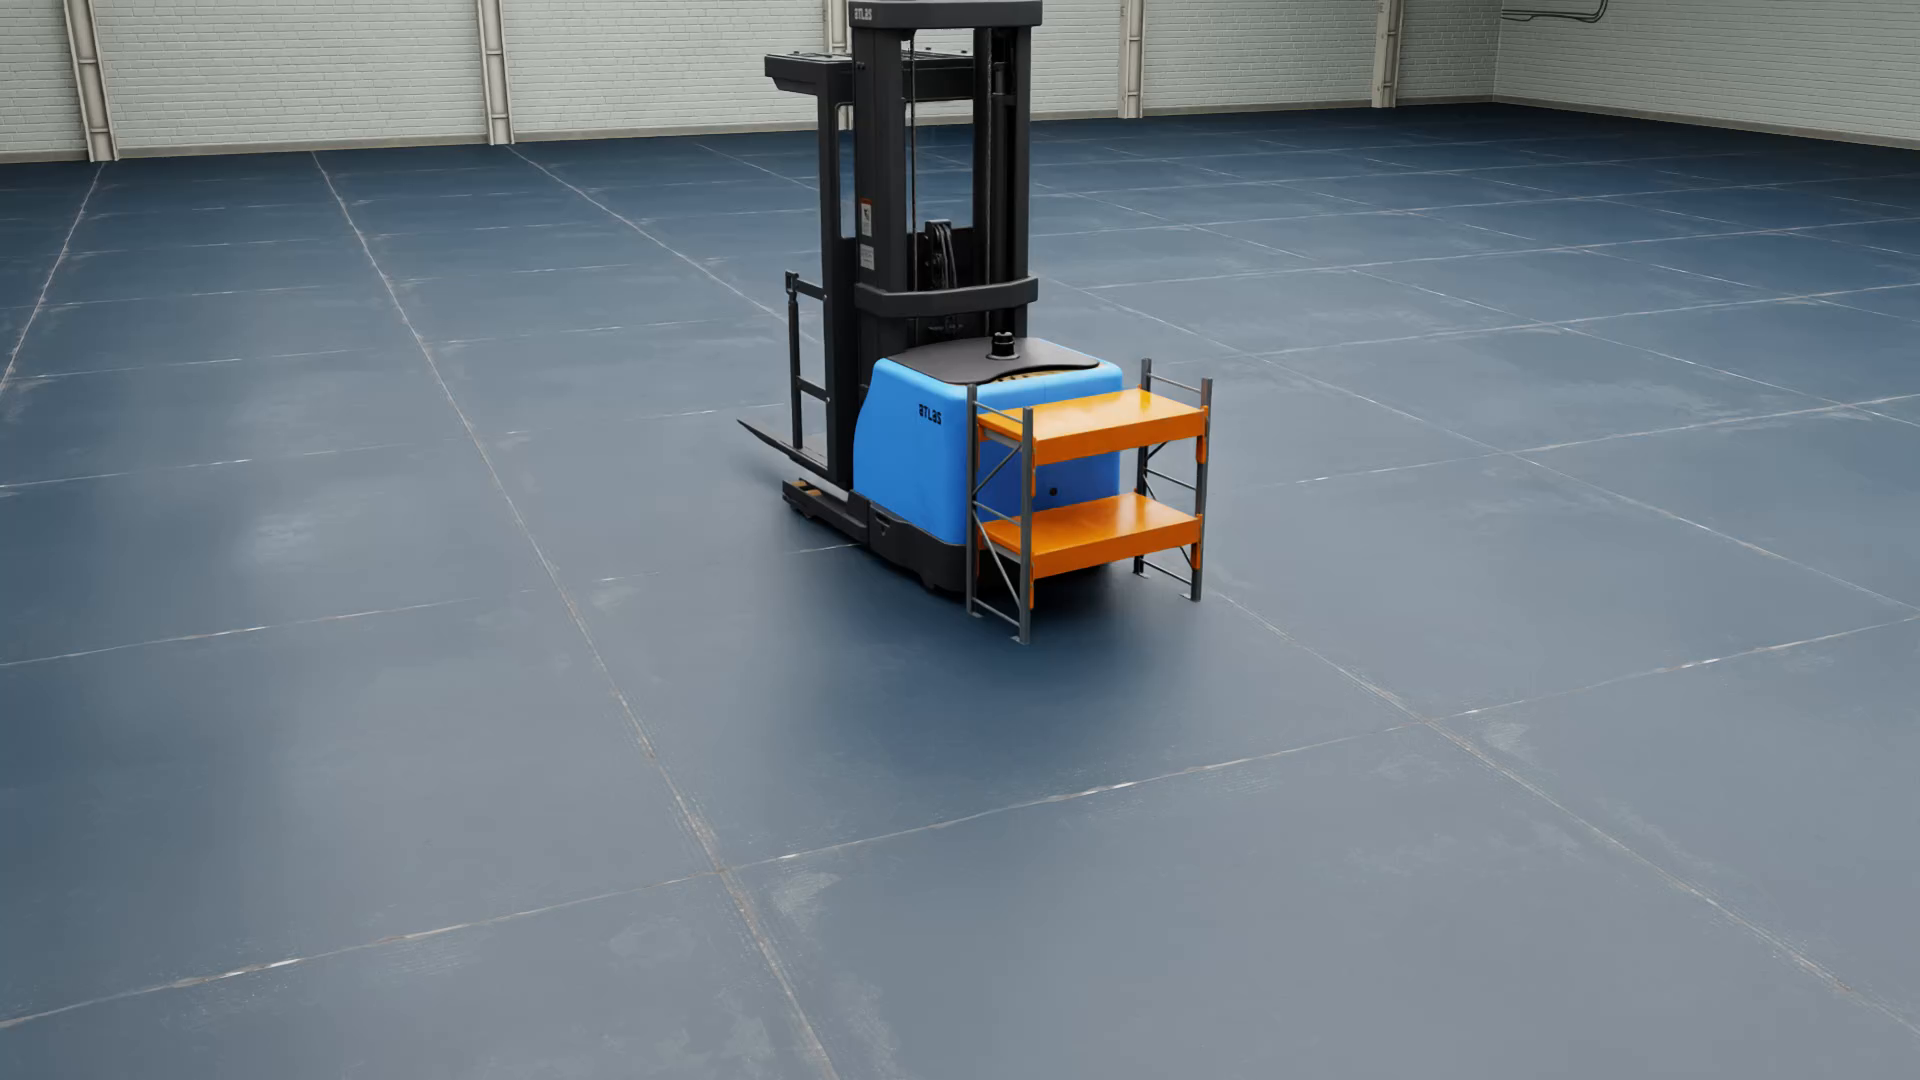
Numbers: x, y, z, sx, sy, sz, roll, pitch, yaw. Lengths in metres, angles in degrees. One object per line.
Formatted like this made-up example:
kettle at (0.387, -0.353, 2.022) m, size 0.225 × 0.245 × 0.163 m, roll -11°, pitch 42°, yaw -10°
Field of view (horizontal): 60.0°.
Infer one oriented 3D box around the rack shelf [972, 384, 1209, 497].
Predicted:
rack shelf at (0.607, -0.481, 7.810) m, size 1.000 × 0.278 × 0.538 m, roll -12°, pitch 23°, yaw -30°

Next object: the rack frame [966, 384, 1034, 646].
rack frame at (0.176, -0.115, 7.653) m, size 0.032 × 1.125 × 0.500 m, roll -12°, pitch 23°, yaw -30°

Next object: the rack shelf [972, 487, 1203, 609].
rack shelf at (0.606, 0.026, 7.990) m, size 1.000 × 0.278 × 0.538 m, roll -12°, pitch 23°, yaw -30°

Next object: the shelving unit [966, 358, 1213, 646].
shelving unit at (0.606, -0.205, 7.908) m, size 1.048 × 1.125 × 0.538 m, roll -12°, pitch 23°, yaw -30°

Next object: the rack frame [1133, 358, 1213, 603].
rack frame at (1.037, -0.295, 8.163) m, size 0.032 × 1.125 × 0.500 m, roll -12°, pitch 23°, yaw -30°

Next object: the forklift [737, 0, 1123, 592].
forklift at (-0.357, -1.571, 9.071) m, size 1.130 × 2.935 × 3.031 m, roll -11°, pitch 22°, yaw -29°

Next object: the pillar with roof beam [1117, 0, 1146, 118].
pillar with roof beam at (5.014, -11.173, 27.204) m, size 0.400 × 9.000 × 9.100 m, roll -8°, pitch 21°, yaw -22°

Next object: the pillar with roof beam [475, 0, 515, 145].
pillar with roof beam at (-6.005, -9.594, 22.720) m, size 0.400 × 9.000 × 9.100 m, roll -8°, pitch 21°, yaw -22°

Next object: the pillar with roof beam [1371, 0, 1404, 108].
pillar with roof beam at (10.523, -11.962, 29.445) m, size 0.400 × 9.000 × 9.100 m, roll -8°, pitch 21°, yaw -22°

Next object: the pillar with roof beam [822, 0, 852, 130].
pillar with roof beam at (-0.496, -10.383, 24.962) m, size 0.400 × 9.000 × 9.100 m, roll -8°, pitch 21°, yaw -22°

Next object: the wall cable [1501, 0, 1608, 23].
wall cable at (12.046, -11.794, 33.645) m, size 0.112 × 2.526 × 3.097 m, roll -8°, pitch 21°, yaw -22°

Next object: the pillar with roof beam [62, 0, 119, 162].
pillar with roof beam at (-11.514, -8.805, 20.478) m, size 0.400 × 9.000 × 9.100 m, roll -8°, pitch 21°, yaw -22°
